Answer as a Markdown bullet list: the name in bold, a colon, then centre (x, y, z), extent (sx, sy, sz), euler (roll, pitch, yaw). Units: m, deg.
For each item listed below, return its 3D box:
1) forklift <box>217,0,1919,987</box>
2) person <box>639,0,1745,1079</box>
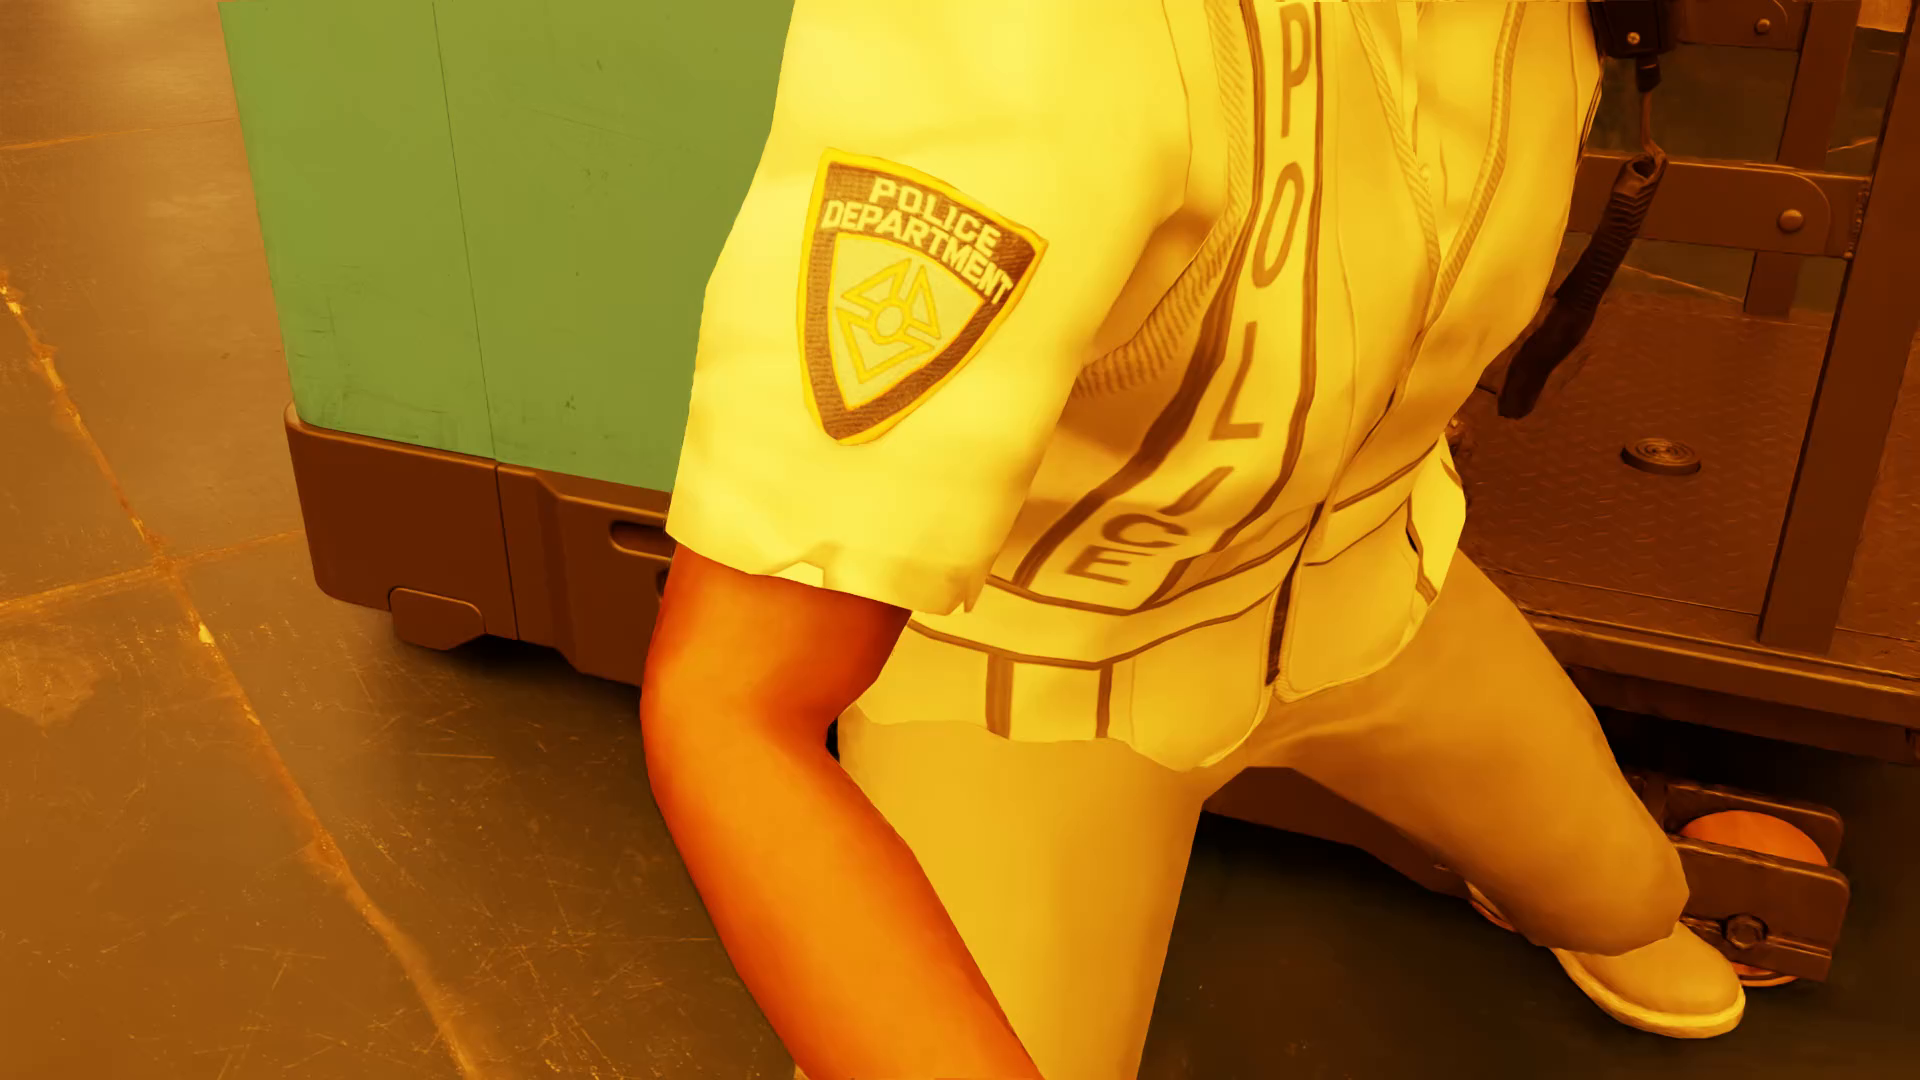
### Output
- **forklift**: centre (0.696, -1.144, 1.513), extent (3.031, 2.935, 1.130), euler (10, 28, 20)
- **person**: centre (0.257, 0.077, 0.858), extent (1.287, 1.340, 0.799), euler (-16, 31, -29)
